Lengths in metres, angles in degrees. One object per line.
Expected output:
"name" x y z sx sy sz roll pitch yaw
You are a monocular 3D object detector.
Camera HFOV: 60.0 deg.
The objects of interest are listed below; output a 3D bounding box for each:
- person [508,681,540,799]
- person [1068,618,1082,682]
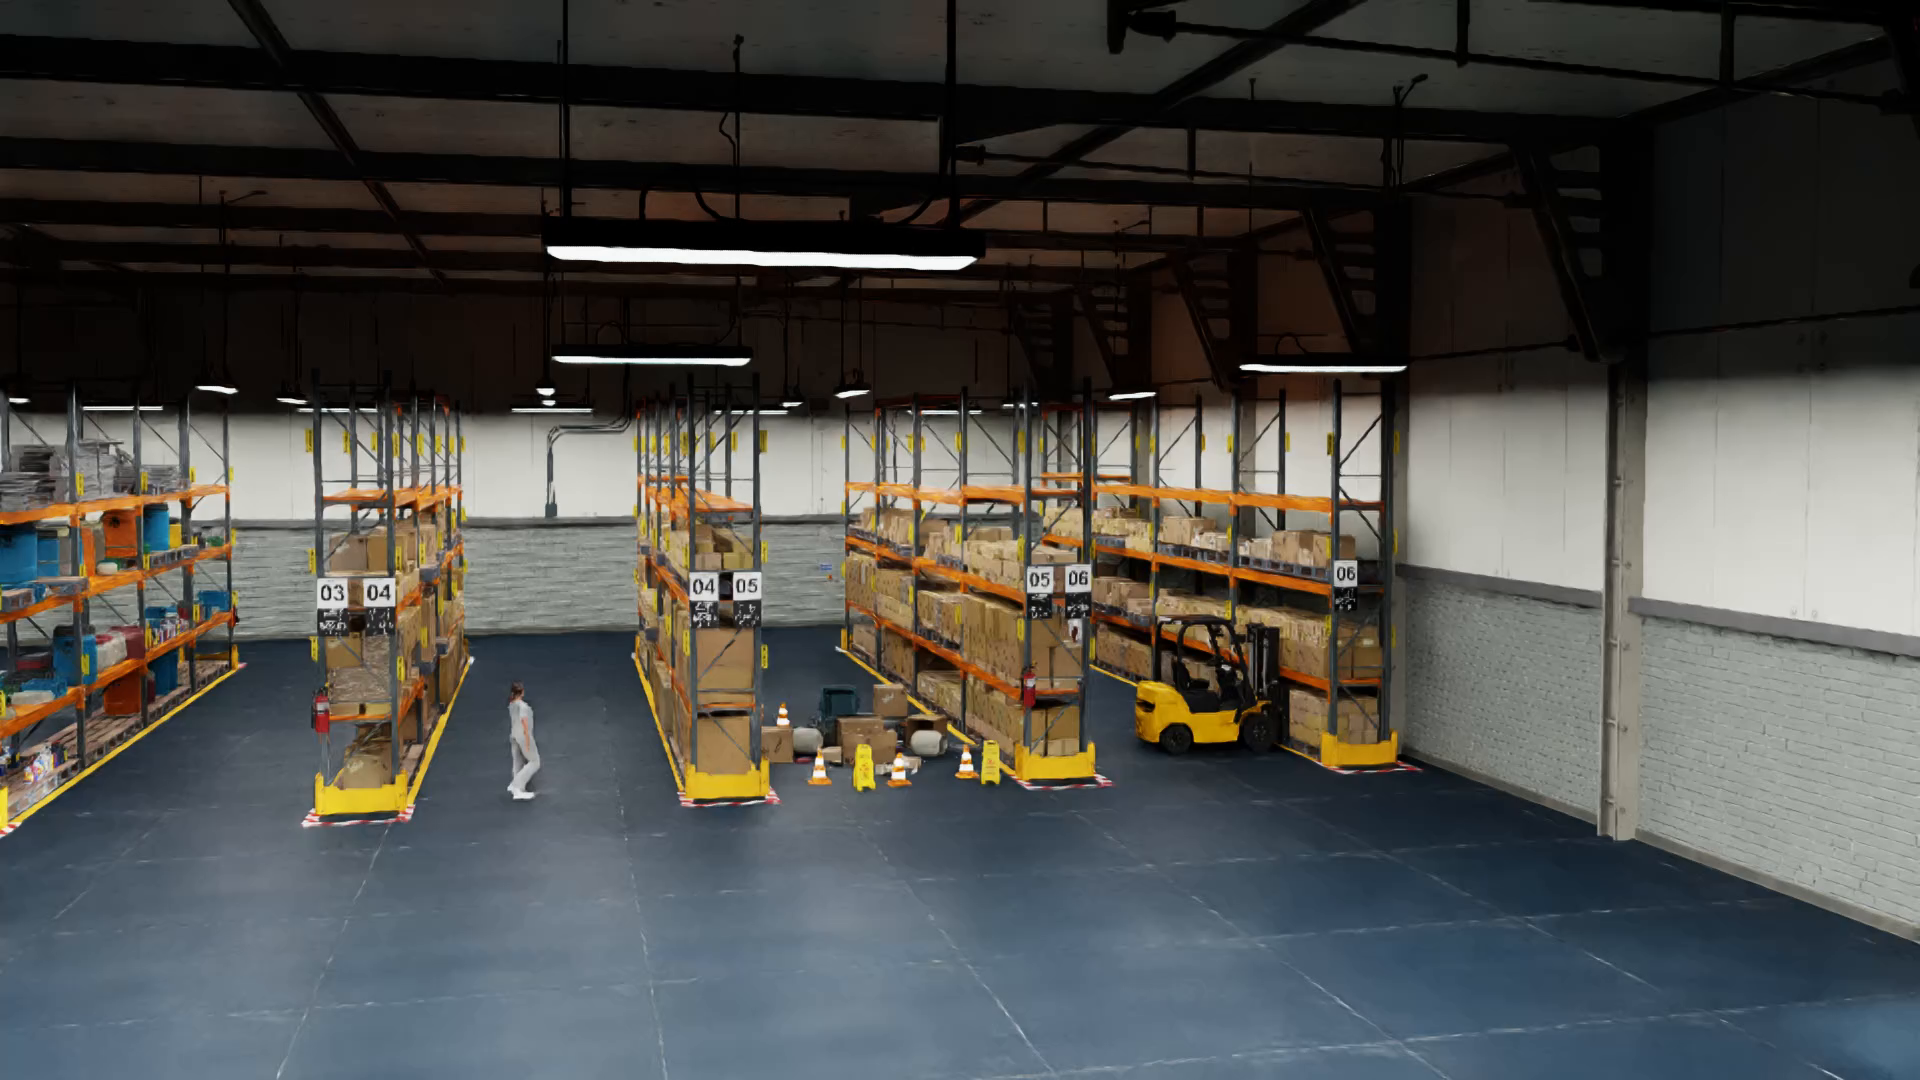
"person" -6.181 2.816 23.374 0.432 1.670 0.503 -3 4 -43
"person" 2.419 2.082 35.085 0.591 1.760 0.685 0 3 8
